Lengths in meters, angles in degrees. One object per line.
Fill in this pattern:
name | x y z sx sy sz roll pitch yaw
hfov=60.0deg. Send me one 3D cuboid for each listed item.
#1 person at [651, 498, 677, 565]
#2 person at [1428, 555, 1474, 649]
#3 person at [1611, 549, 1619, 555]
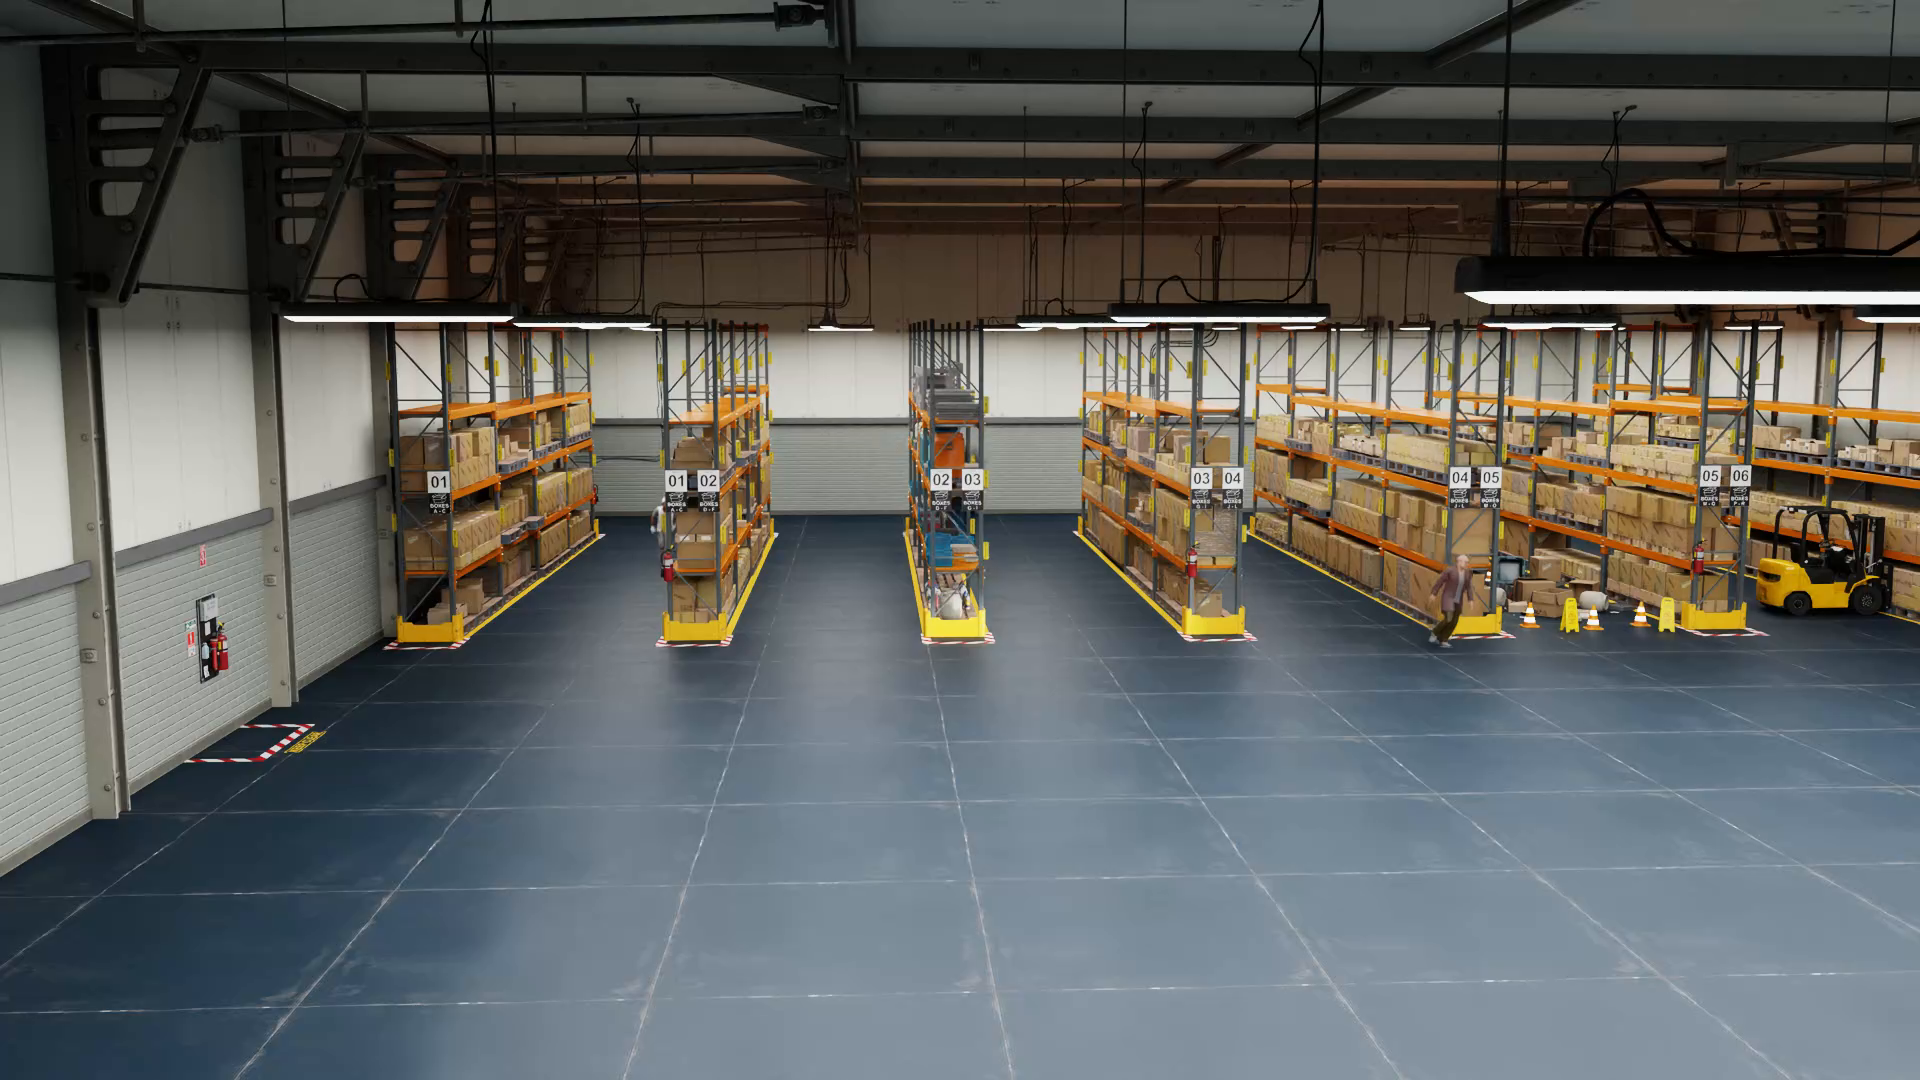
person | -7.336 -0.228 41.385 0.684 1.706 0.705 -2 7 -18
person | 8.984 1.122 30.439 0.721 1.748 0.608 -3 8 -23
person | 17.105 -0.345 43.063 0.538 1.543 0.611 -4 8 -28
